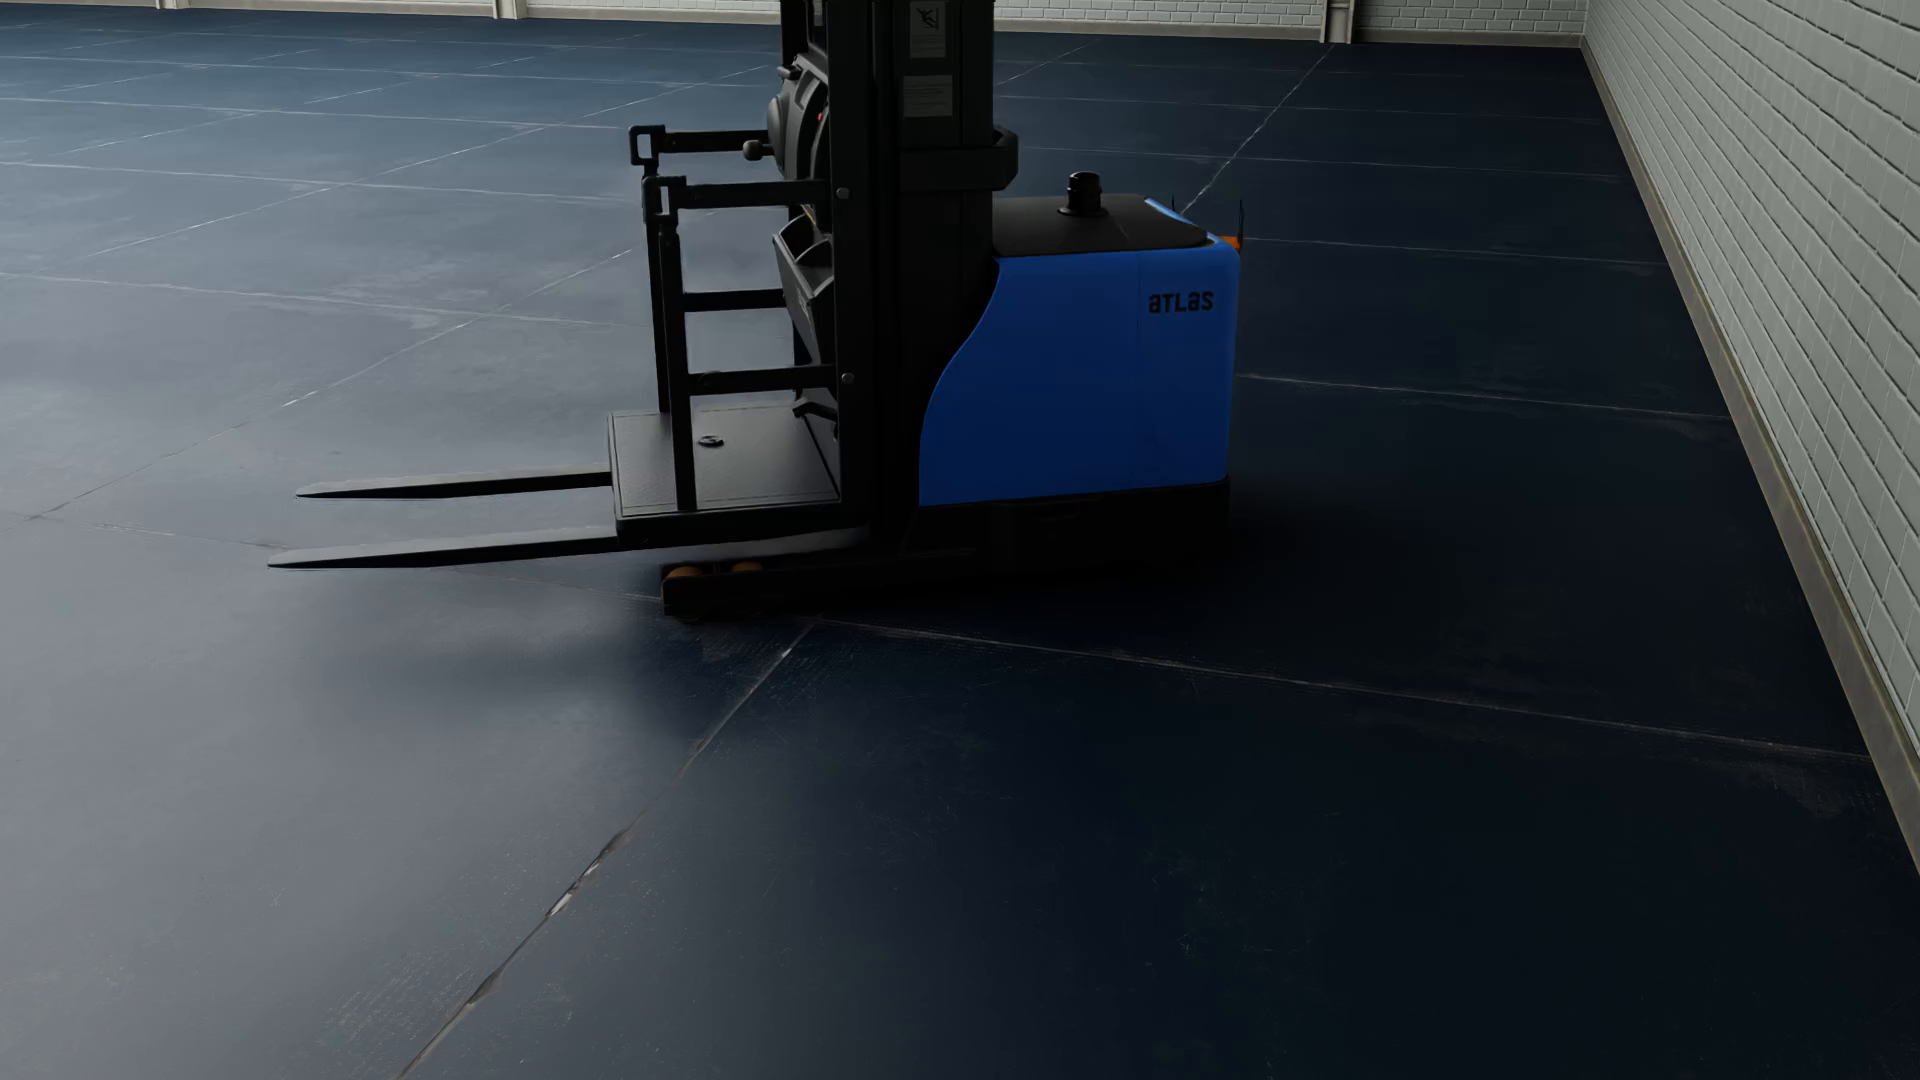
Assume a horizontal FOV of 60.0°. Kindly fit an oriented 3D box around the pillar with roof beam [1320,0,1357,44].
[{"bbox_3d":[3.600,-9.008,15.873,0.400,9.000,9.100,7,23,16],"label":"pillar with roof beam"}]

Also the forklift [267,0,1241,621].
[{"bbox_3d":[-0.680,-1.324,5.135,3.031,2.935,1.130,-5,23,-12],"label":"forklift"}]

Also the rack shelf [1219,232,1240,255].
[{"bbox_3d":[0.884,-0.970,6.031,0.240,0.259,0.215,3,22,6],"label":"rack shelf"}]

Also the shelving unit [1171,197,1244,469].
[{"bbox_3d":[0.884,-0.717,6.135,0.252,1.050,0.215,3,22,6],"label":"shelving unit"}]

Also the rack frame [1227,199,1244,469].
[{"bbox_3d":[1.005,-0.712,6.121,0.008,1.050,0.200,3,22,6],"label":"rack frame"}]

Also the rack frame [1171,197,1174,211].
[{"bbox_3d":[0.763,-0.722,6.148,0.008,1.050,0.200,3,22,6],"label":"rack frame"}]

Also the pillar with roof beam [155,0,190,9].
[{"bbox_3d":[-13.632,-10.981,20.684,0.400,9.000,9.100,7,23,16],"label":"pillar with roof beam"}]

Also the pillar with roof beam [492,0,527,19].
[{"bbox_3d":[-7.888,-10.324,19.080,0.400,9.000,9.100,7,23,16],"label":"pillar with roof beam"}]
